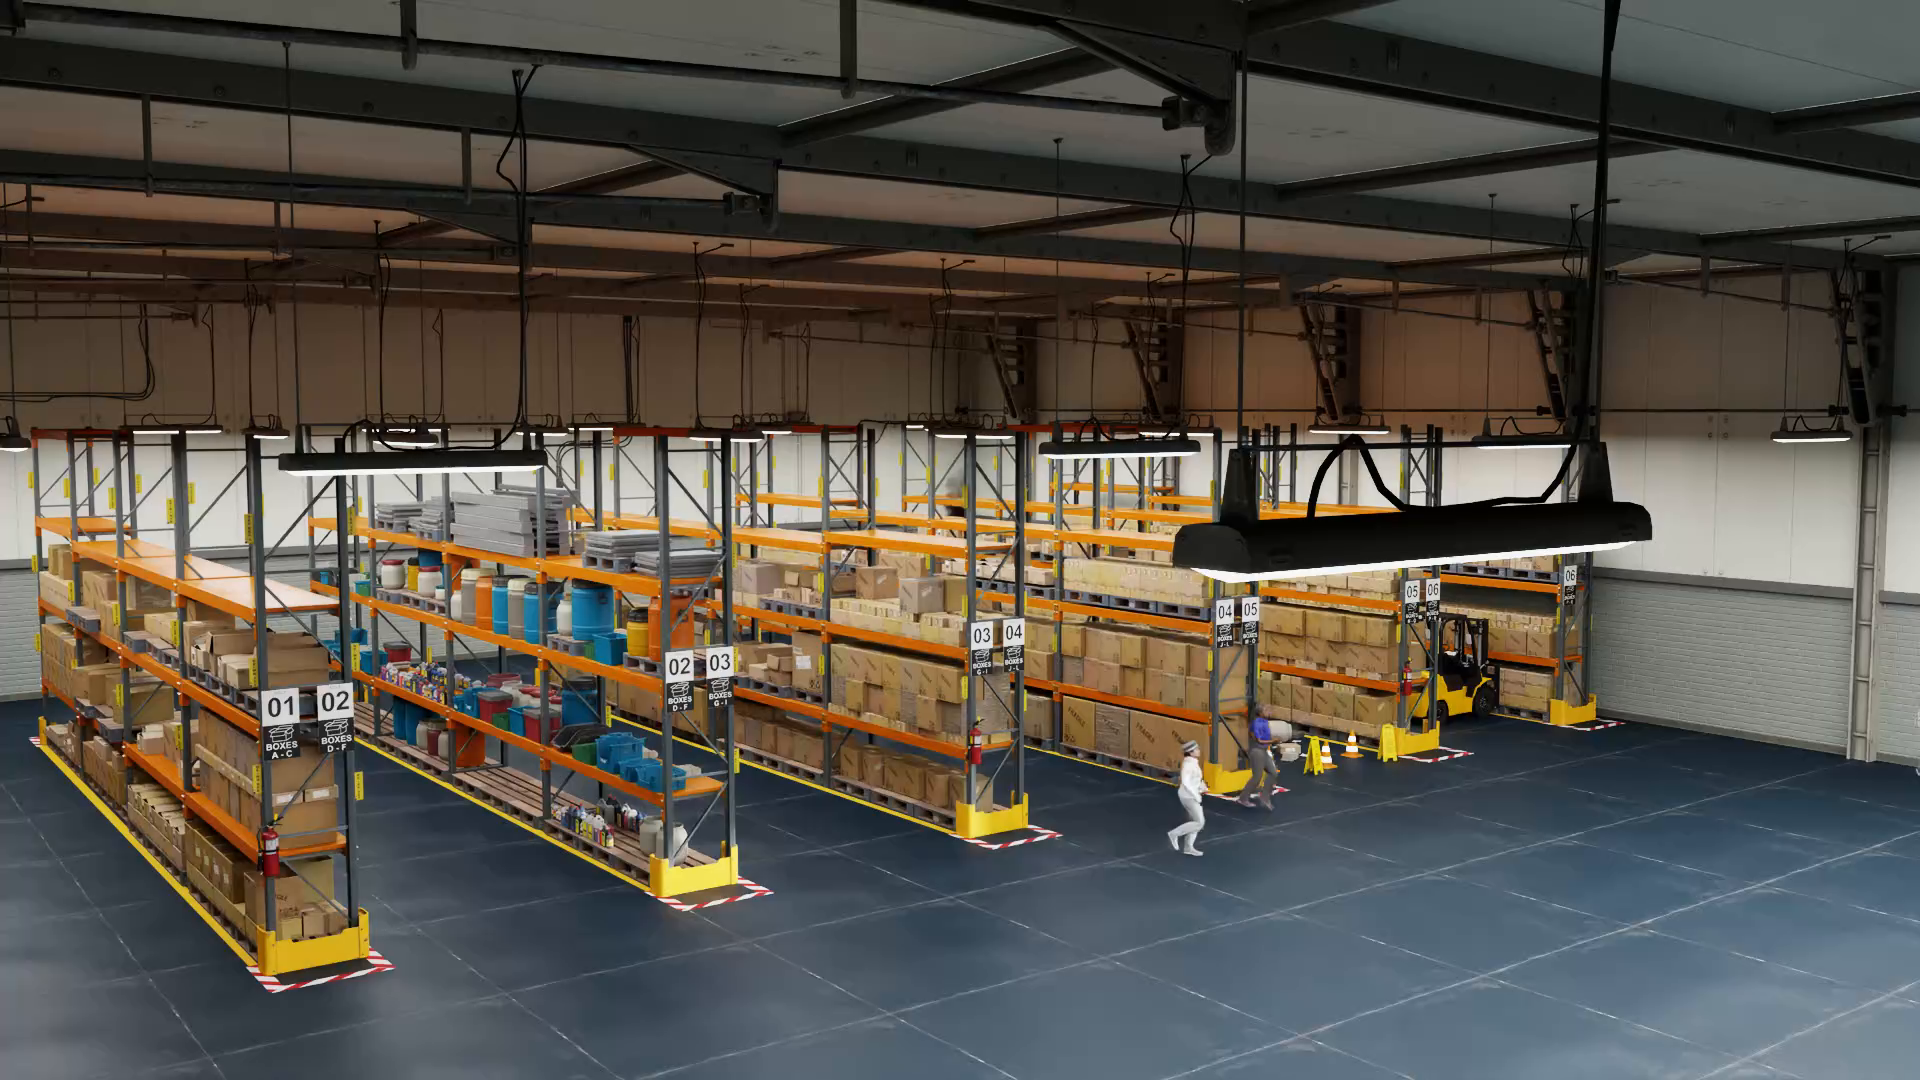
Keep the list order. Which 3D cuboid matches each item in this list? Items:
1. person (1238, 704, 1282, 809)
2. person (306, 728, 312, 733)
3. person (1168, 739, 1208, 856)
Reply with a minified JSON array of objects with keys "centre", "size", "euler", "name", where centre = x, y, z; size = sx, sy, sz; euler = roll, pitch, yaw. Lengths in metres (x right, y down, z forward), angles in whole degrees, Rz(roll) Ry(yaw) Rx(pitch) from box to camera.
[{"centre":[4.754,3.452,26.341],"size":[0.667,1.726,0.578],"euler":[1,5,17],"name":"person"},{"centre":[-11.259,3.292,28.246],"size":[0.593,1.713,0.816],"euler":[-4,6,-44],"name":"person"},{"centre":[3.242,3.654,23.656],"size":[0.594,1.673,0.612],"euler":[0,4,2],"name":"person"}]
